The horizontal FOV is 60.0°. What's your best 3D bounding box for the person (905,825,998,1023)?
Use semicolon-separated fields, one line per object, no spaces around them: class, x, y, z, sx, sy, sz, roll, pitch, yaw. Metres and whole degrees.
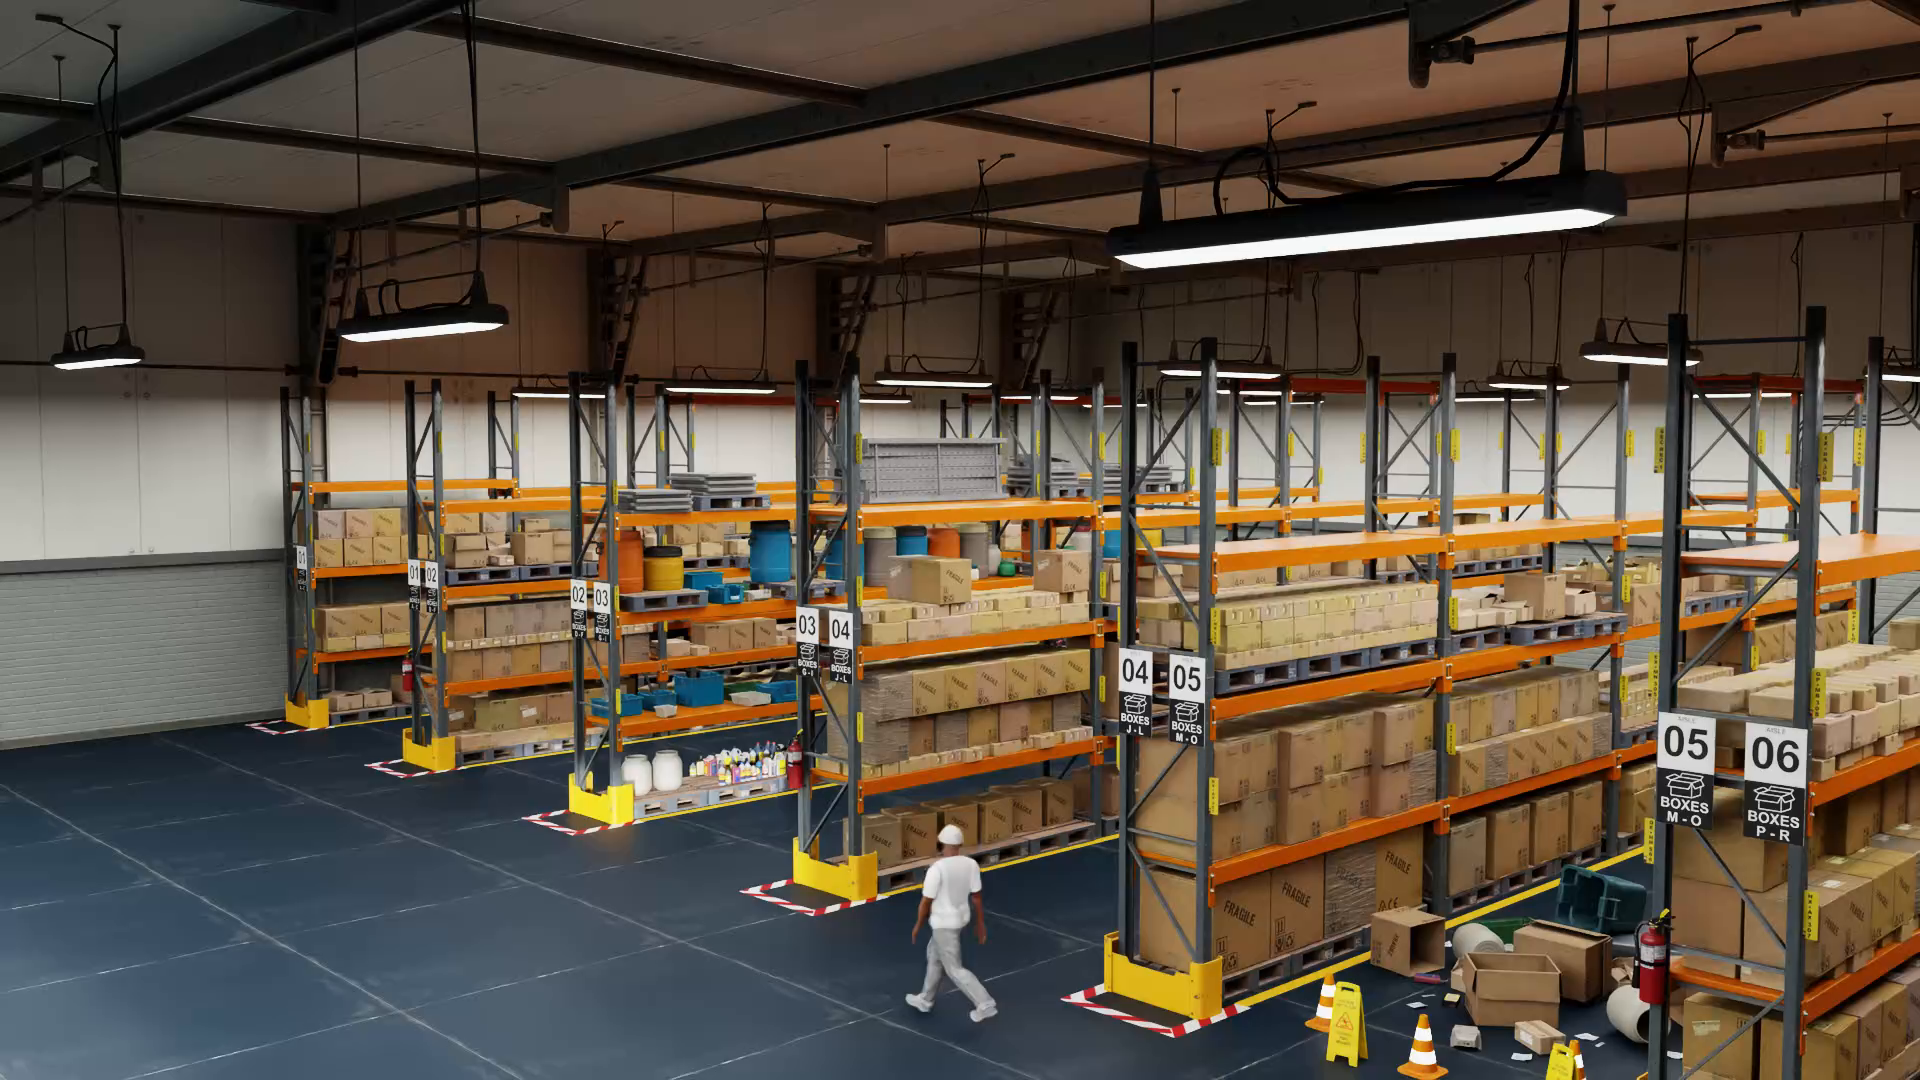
person;-0.108;3.368;14.597;1.028;1.737;0.513;2;4;24

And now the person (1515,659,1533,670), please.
person;8.834;2.642;26.406;0.394;1.681;0.576;0;4;0
